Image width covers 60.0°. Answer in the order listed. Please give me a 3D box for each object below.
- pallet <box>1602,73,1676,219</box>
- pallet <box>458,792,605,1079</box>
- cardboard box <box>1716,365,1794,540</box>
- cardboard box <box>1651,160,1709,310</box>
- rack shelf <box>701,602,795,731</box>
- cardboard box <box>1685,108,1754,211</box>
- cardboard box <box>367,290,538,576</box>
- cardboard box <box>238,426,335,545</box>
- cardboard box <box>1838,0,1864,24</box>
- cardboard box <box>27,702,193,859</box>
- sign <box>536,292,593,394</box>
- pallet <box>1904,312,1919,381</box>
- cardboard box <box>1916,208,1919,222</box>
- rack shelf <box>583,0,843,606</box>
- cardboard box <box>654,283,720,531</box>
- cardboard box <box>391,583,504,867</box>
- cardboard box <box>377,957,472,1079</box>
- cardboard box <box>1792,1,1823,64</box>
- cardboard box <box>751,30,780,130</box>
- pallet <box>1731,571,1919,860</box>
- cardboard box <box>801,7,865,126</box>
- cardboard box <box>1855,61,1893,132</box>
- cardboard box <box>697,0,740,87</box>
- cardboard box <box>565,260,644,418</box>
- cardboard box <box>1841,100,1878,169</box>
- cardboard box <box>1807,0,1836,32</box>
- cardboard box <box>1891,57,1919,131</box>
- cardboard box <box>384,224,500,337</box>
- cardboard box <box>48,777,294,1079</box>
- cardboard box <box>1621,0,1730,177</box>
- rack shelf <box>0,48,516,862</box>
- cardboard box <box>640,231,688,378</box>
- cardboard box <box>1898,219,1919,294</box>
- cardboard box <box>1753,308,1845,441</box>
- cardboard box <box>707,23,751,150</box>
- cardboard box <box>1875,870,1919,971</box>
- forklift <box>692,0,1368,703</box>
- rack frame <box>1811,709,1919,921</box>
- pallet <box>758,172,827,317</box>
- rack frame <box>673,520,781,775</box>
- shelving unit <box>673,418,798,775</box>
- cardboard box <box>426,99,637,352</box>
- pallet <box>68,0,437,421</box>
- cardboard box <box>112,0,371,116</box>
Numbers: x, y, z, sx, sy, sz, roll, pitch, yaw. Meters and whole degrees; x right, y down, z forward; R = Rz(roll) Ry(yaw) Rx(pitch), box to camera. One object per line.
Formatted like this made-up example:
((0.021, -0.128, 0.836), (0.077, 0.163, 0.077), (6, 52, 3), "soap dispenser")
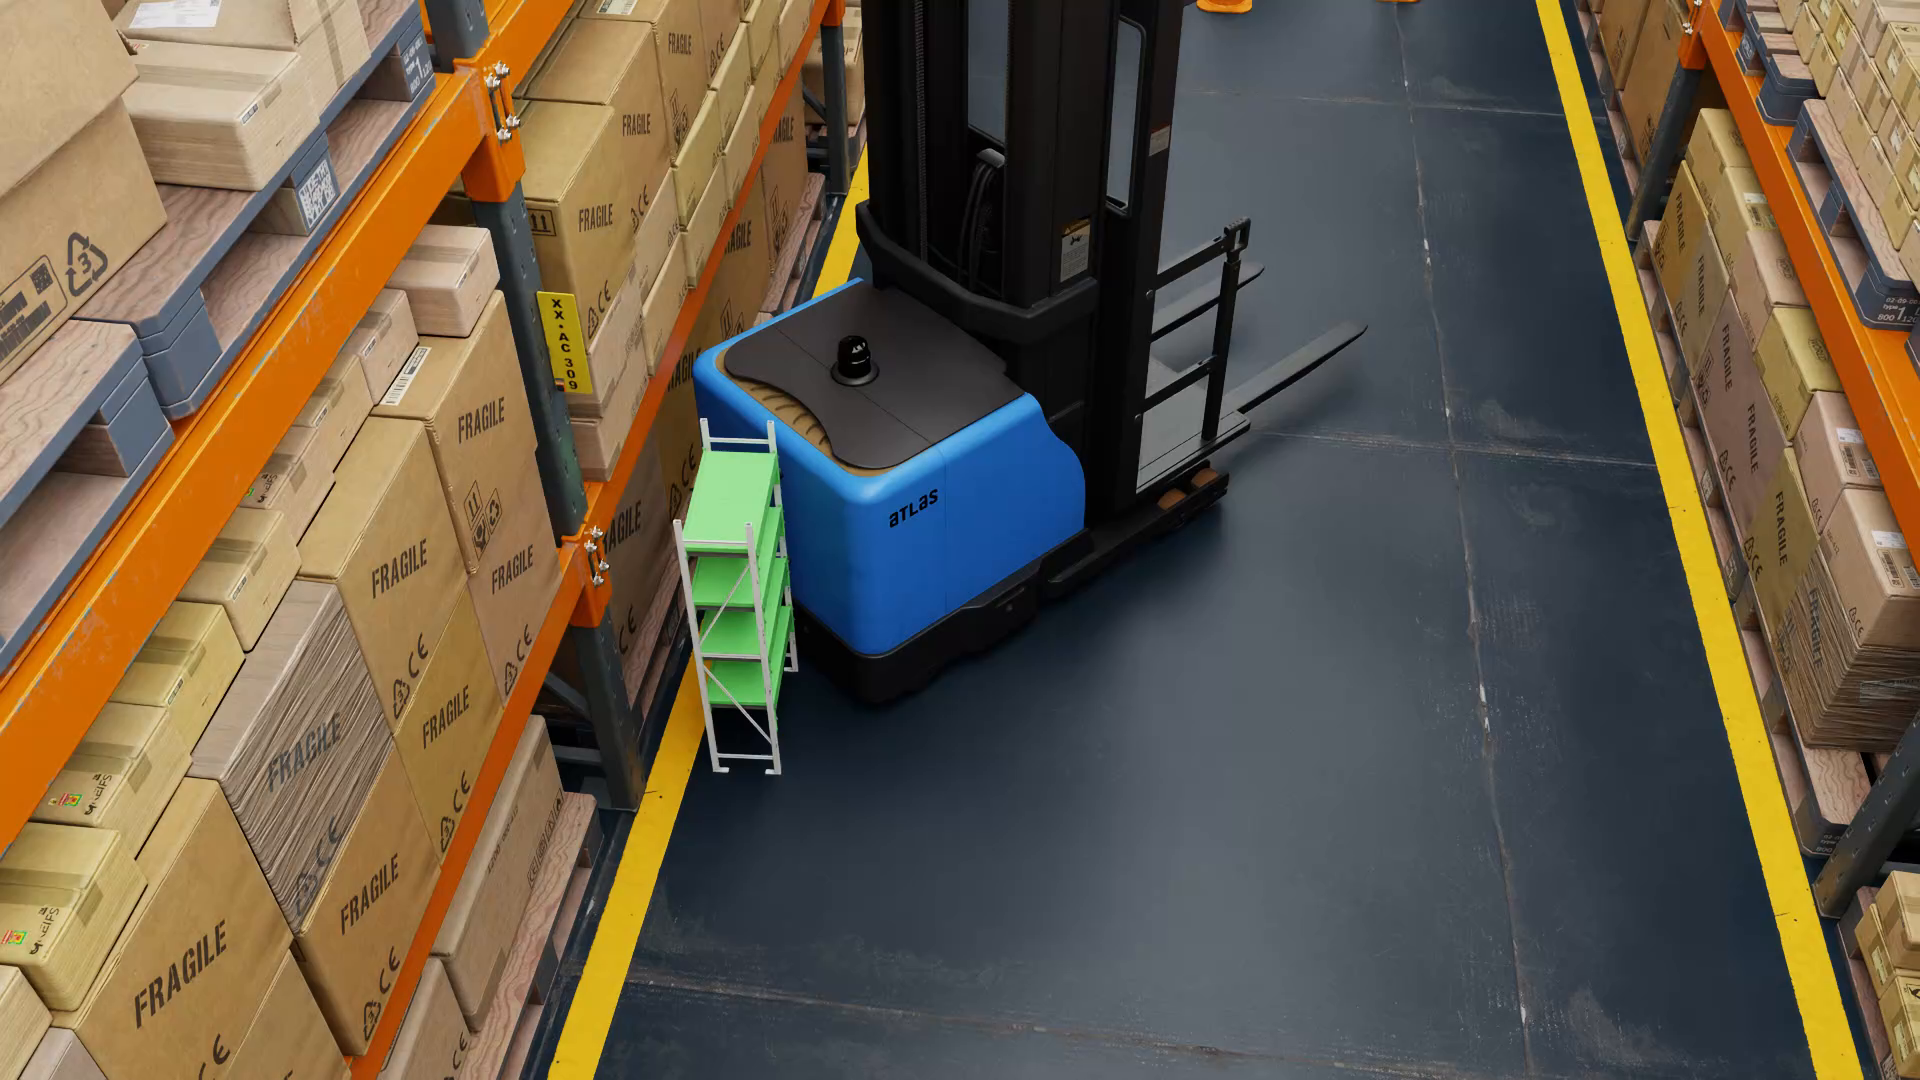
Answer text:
((4.025, -2.092, 8.806), (1.003, 0.211, 1.213), (5, 44, 6), "pallet")
((-1.781, 1.295, 5.229), (1.003, 0.211, 1.213), (5, 44, 6), "pallet")
((3.306, -0.319, 6.418), (0.500, 0.500, 0.500), (4, 44, 5), "cardboard box")
((3.500, -1.360, 7.517), (0.500, 0.500, 0.500), (4, 44, 4), "cardboard box")
((-0.739, 0.437, 5.858), (0.258, 0.148, 0.480), (2, 43, 2), "rack shelf")
((3.515, -1.643, 7.271), (0.500, 0.250, 0.500), (3, 44, 4), "cardboard box")
((-1.391, -0.282, 4.066), (0.500, 0.500, 0.500), (5, 44, 5), "cardboard box")
((-1.529, -0.112, 3.415), (0.380, 0.149, 0.250), (5, 44, 5), "cardboard box")
((3.488, -2.023, 6.150), (0.380, 0.149, 0.250), (4, 44, 4), "cardboard box")
((-1.577, 0.409, 2.864), (0.380, 0.149, 0.250), (5, 44, 6), "cardboard box")
((-1.052, -0.523, 4.433), (0.100, 0.325, 0.005), (5, 44, 6), "sign")
((3.563, -0.286, 5.010), (1.003, 0.211, 1.213), (5, 44, 6), "pallet")
((3.311, -1.019, 5.305), (0.380, 0.149, 0.250), (3, 44, 3), "cardboard box")
((-1.338, -1.331, 6.497), (1.077, 0.370, 4.000), (5, 44, 6), "rack shelf")
((-1.488, -0.656, 6.501), (0.875, 0.875, 0.875), (6, 44, 7), "cardboard box")
((-1.473, 0.425, 4.046), (0.500, 0.500, 0.500), (4, 44, 4), "cardboard box")
((-1.910, 1.577, 4.461), (0.875, 0.438, 0.875), (4, 44, 4), "cardboard box")
((3.516, -1.982, 6.539), (0.380, 0.149, 0.250), (7, 44, 8), "cardboard box")
((-1.018, -1.841, 6.622), (0.500, 0.250, 0.500), (5, 44, 5), "cardboard box")
((3.419, 0.634, 5.927), (1.003, 0.211, 1.213), (5, 44, 6), "pallet")
((-0.989, -2.537, 8.854), (0.950, 0.372, 0.625), (3, 43, 3), "cardboard box")
((3.414, -1.554, 5.871), (0.380, 0.149, 0.250), (5, 44, 5), "cardboard box")
((-1.089, -1.946, 5.823), (0.500, 0.500, 0.500), (5, 44, 5), "cardboard box")
((-1.265, -0.630, 4.979), (0.500, 0.250, 0.500), (4, 44, 4), "cardboard box")
((3.414, -1.445, 5.971), (0.380, 0.149, 0.250), (6, 44, 6), "cardboard box")
((3.517, -2.065, 6.410), (0.380, 0.149, 0.250), (4, 44, 4), "cardboard box")
((3.384, -1.488, 5.585), (0.380, 0.149, 0.250), (5, 44, 5), "cardboard box")
((-1.328, -0.625, 3.957), (0.380, 0.149, 0.250), (4, 44, 5), "cardboard box")
((-1.599, 0.752, 2.974), (0.500, 0.500, 0.500), (5, 44, 6), "cardboard box")
((4.016, -2.316, 8.345), (1.050, 0.750, 0.750), (5, 44, 5), "cardboard box")
((-1.867, 0.306, 2.587), (1.077, 0.370, 4.000), (5, 44, 6), "rack shelf")
((-1.216, -0.803, 5.526), (0.500, 0.250, 0.500), (4, 44, 4), "cardboard box")
((3.307, -0.905, 5.402), (0.380, 0.149, 0.250), (4, 44, 4), "cardboard box")
((3.302, -0.606, 6.176), (0.500, 0.250, 0.500), (3, 44, 4), "cardboard box")
((-1.066, -1.674, 6.082), (0.500, 0.250, 0.500), (4, 44, 4), "cardboard box")
((2.952, 1.145, 4.911), (0.380, 0.149, 0.250), (7, 44, 7), "cardboard box")
((0.473, -1.351, 6.045), (3.031, 2.935, 1.130), (-31, 52, -29), "forklift")
((3.317, 0.152, 4.408), (1.000, 3.000, 0.127), (5, 44, 6), "rack frame")
((-1.253, -1.412, 8.088), (1.003, 0.211, 1.213), (5, 44, 6), "pallet")
((-0.752, 0.384, 5.472), (0.240, 1.200, 0.015), (2, 43, 2), "rack frame")
((-0.739, 0.216, 5.649), (0.258, 1.200, 0.503), (2, 43, 2), "shelving unit")
((-1.259, -0.902, 4.721), (0.500, 0.500, 0.500), (6, 44, 6), "cardboard box")
((-1.721, -0.729, 3.221), (1.003, 0.211, 1.213), (5, 44, 6), "pallet")
((-1.370, -0.994, 3.156), (0.396, 0.266, 0.258), (7, 44, 7), "cardboard box")
